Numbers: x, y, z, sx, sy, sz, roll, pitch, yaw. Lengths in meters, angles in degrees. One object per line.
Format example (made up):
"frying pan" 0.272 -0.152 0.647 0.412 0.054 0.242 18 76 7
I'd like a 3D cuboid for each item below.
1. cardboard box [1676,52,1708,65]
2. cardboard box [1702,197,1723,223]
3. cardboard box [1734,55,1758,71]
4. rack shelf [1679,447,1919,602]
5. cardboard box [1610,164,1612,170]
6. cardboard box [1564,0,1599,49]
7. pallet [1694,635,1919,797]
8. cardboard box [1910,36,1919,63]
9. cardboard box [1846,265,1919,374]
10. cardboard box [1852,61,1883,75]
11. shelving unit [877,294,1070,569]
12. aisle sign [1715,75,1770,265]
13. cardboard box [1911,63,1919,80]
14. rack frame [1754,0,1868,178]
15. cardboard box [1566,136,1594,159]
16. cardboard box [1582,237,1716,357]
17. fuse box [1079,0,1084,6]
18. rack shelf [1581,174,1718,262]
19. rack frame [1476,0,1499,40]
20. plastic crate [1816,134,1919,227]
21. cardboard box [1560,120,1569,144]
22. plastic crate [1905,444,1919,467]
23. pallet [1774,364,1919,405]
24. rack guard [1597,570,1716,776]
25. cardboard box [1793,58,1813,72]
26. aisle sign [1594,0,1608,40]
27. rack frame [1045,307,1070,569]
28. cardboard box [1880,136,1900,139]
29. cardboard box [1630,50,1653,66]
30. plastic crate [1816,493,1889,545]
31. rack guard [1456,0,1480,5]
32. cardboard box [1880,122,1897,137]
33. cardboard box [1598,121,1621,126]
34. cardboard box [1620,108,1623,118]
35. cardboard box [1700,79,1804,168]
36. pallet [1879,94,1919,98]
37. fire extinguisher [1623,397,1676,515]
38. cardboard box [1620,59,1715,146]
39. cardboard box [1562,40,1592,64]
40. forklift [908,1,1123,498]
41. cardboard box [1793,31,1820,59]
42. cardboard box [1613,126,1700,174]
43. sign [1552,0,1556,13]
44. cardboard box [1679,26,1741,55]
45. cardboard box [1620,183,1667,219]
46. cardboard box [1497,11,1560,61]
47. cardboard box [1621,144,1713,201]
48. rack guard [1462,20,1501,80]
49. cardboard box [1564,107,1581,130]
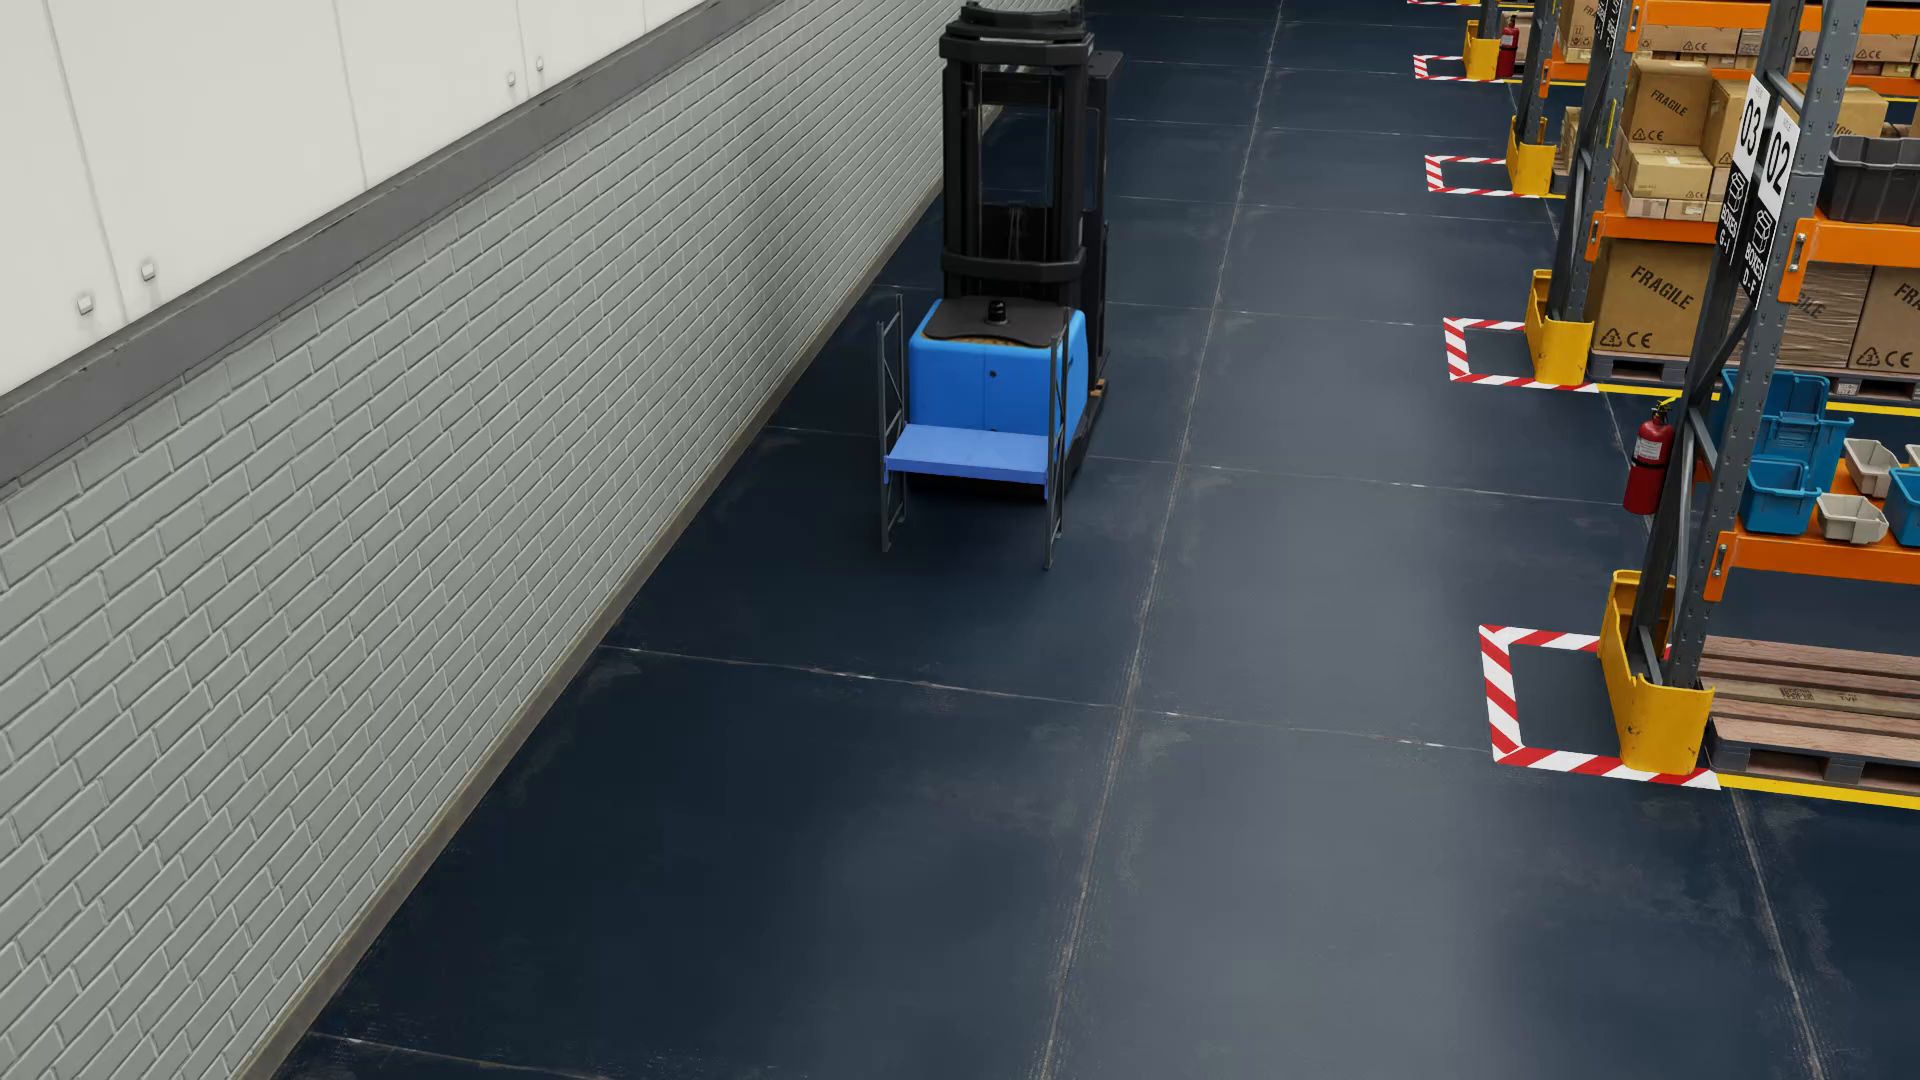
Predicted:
"cardboard box" 7.103 -4.722 16.175 0.250 0.149 0.380 6 29 10
"cardboard box" 5.449 -2.406 11.945 0.250 0.149 0.380 5 29 9
"cardboard box" 7.588 -4.648 16.040 0.250 0.149 0.380 7 29 12
"rack shelf" 5.590 0.084 7.883 4.000 0.370 1.077 6 29 11
"cardboard box" 6.522 -3.820 16.797 0.250 0.149 0.380 6 29 10
"cardboard box" 6.185 -5.076 16.147 0.500 0.500 0.500 7 30 13
"pallet" 4.433 0.892 8.562 1.213 0.211 1.003 6 29 11
"cardboard box" 9.183 -4.766 15.580 0.500 0.500 0.500 6 29 11
"cardboard box" 7.072 -1.803 12.357 0.875 0.875 0.875 6 29 11
"cardboard box" 8.626 -4.572 15.901 0.250 0.149 0.380 5 29 9
"shelving unit" 0.083 -0.649 10.036 1.048 1.500 0.538 6 29 11
"aisle sign" 3.625 -1.717 7.717 0.004 0.787 0.394 6 29 11
"cardboard box" 9.112 -4.459 15.695 0.250 0.149 0.380 5 29 9
"rack frame" 3.634 -3.063 6.636 0.127 3.000 1.000 6 29 11
"cardboard box" 6.262 -3.968 16.758 0.250 0.149 0.380 7 29 13
"cardboard box" 5.311 -1.983 12.686 0.875 0.875 0.875 6 29 11
"fuse box" 1.800 -8.373 23.924 0.414 1.711 0.539 6 29 11
"rack shelf" 6.625 -2.242 12.132 4.000 0.370 1.077 6 29 11
"rack frame" 6.738 -7.412 20.826 0.127 3.000 1.000 6 29 11
"plastic crate" 3.953 -1.521 7.078 0.590 0.269 0.497 6 29 11
"cardboard box" 6.379 -4.222 17.222 0.250 0.149 0.380 5 29 9
"plastic crate" 4.750 -0.310 8.066 0.243 0.136 0.396 6 29 11
"pallet" 6.657 -1.368 12.690 1.213 0.211 1.003 6 29 11
"rack guard" 3.608 0.669 8.670 0.348 0.500 1.175 6 29 11
"cardboard box" 8.107 -4.615 15.980 0.250 0.149 0.380 5 29 10
"aisle sign" 4.661 -4.046 11.972 0.004 0.787 0.394 6 29 11
"rack frame" 0.581 -0.598 9.943 0.032 1.500 0.500 6 29 11
"cardboard box" 9.055 -3.791 16.125 0.250 0.149 0.380 6 29 11
"cardboard box" 6.561 -4.722 16.175 0.250 0.149 0.380 5 29 9
"plastic crate" 4.104 -0.092 7.668 0.298 0.136 0.250 6 29 11
"rack guard" 7.845 -8.639 25.671 0.348 0.500 1.175 6 29 11
"cardboard box" 9.165 -4.058 16.612 0.250 0.149 0.380 7 30 13
"cardboard box" 6.540 -4.088 16.668 0.250 0.149 0.380 6 29 11
"cardboard box" 6.888 -4.319 17.089 0.250 0.149 0.380 5 29 9
"cardboard box" 5.571 -2.926 11.699 0.500 0.500 0.500 5 29 9
"pallet" 11.420 -5.745 20.687 1.213 0.211 1.003 6 29 11
"fire extinguisher" 3.582 -0.463 8.602 0.183 0.674 0.296 6 29 11
"cardboard box" 5.200 -3.226 12.246 0.500 0.500 0.500 6 29 11
"cardboard box" 6.052 -4.780 16.282 0.250 0.149 0.380 6 29 10
"forklift" 0.481 -2.246 11.462 1.130 2.935 3.031 6 29 11
"cardboard box" 8.189 -4.869 15.768 0.500 0.500 0.500 6 29 10
"cardboard box" 5.198 -2.898 12.429 0.500 0.250 0.500 5 29 10
"sign" 5.690 -5.202 15.888 0.005 0.325 0.100 6 29 11
"cardboard box" 7.190 -4.980 15.970 0.500 0.500 0.500 6 29 11
"cardboard box" 4.947 -2.457 12.038 0.250 0.149 0.380 6 29 11
"cardboard box" 7.405 -6.453 21.306 0.875 0.438 0.875 5 29 9
"cardboard box" 5.082 -2.647 11.971 0.500 0.250 0.500 5 29 9
"rack guard" 6.715 -6.318 21.431 0.348 0.500 1.175 6 29 11
"cardboard box" 6.374 -4.337 17.123 0.250 0.149 0.380 6 29 11
